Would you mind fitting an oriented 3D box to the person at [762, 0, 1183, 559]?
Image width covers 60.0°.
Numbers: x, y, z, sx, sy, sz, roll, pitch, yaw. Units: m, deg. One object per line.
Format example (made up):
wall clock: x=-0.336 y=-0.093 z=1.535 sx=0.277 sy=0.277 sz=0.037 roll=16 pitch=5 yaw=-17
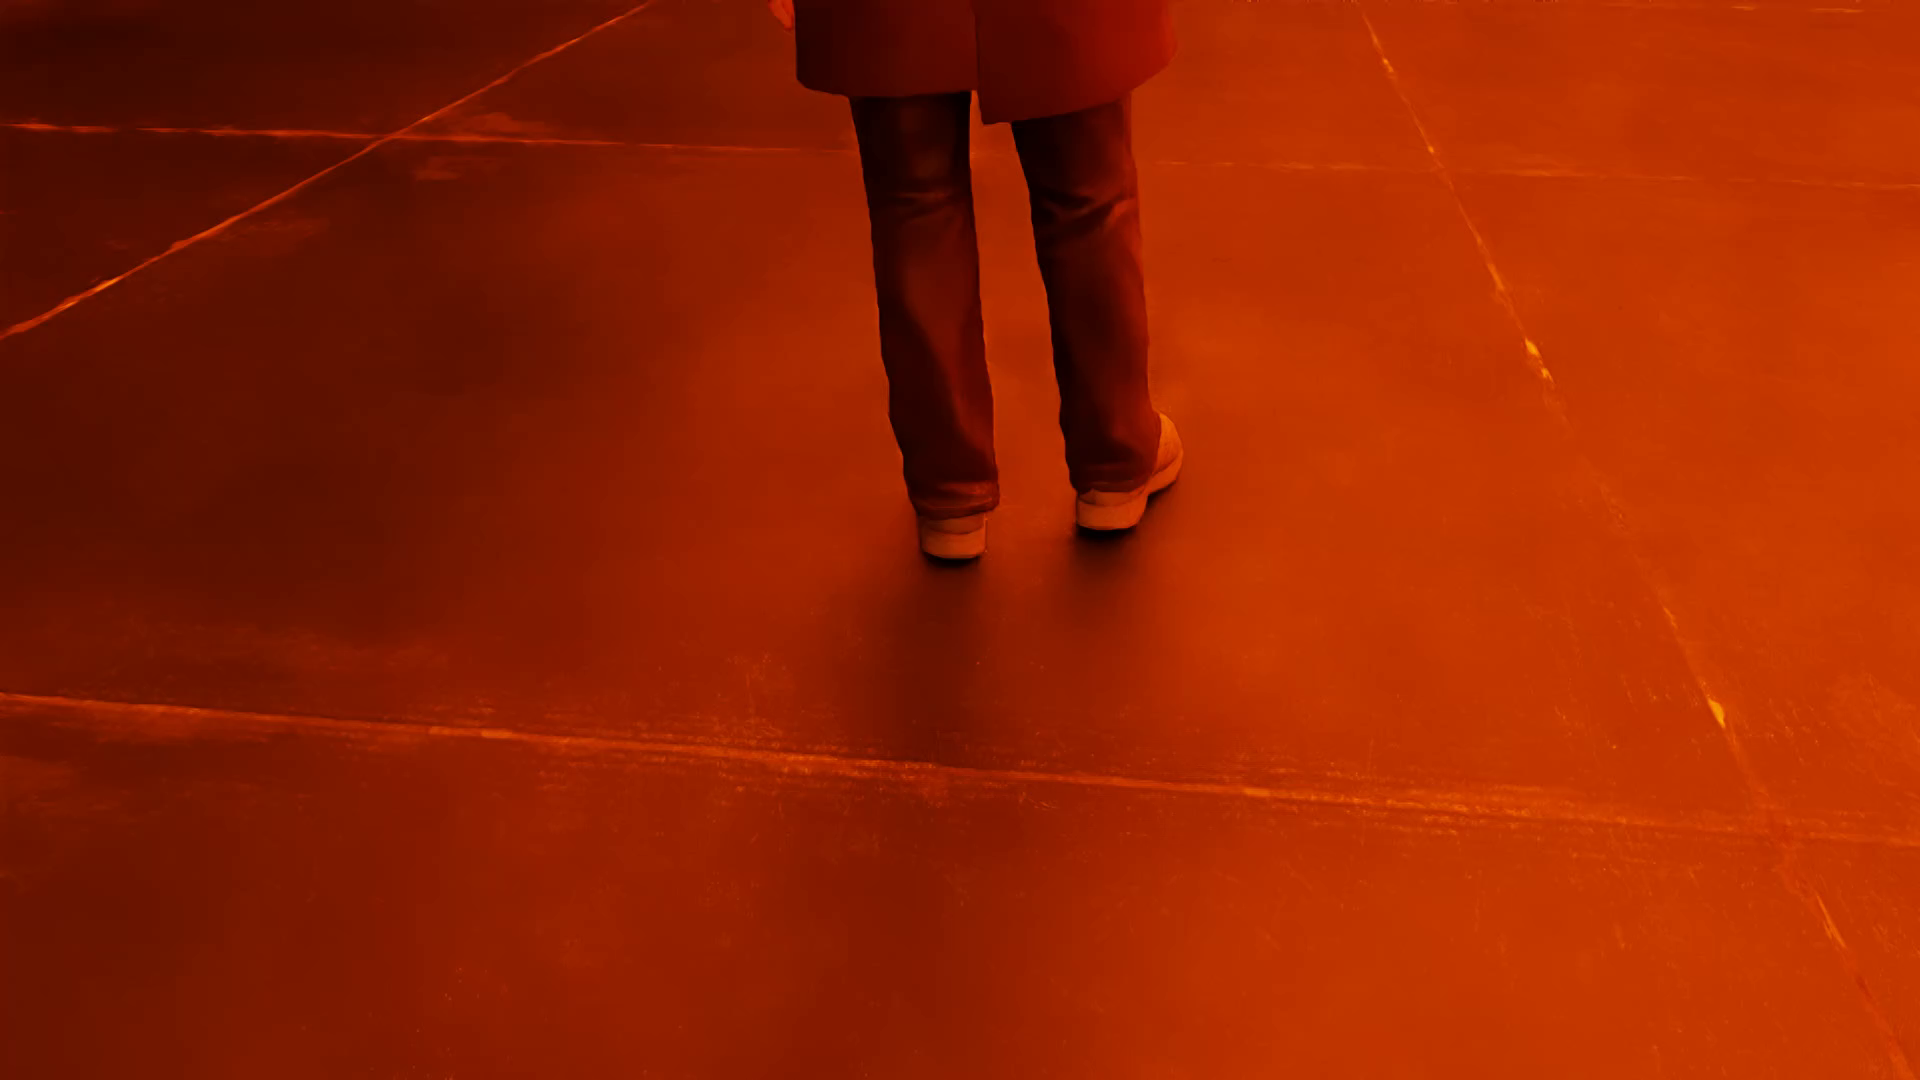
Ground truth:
person: x=0.017 y=-0.842 z=2.180 sx=0.694 sy=1.776 sz=0.580 roll=3 pitch=27 yaw=7
